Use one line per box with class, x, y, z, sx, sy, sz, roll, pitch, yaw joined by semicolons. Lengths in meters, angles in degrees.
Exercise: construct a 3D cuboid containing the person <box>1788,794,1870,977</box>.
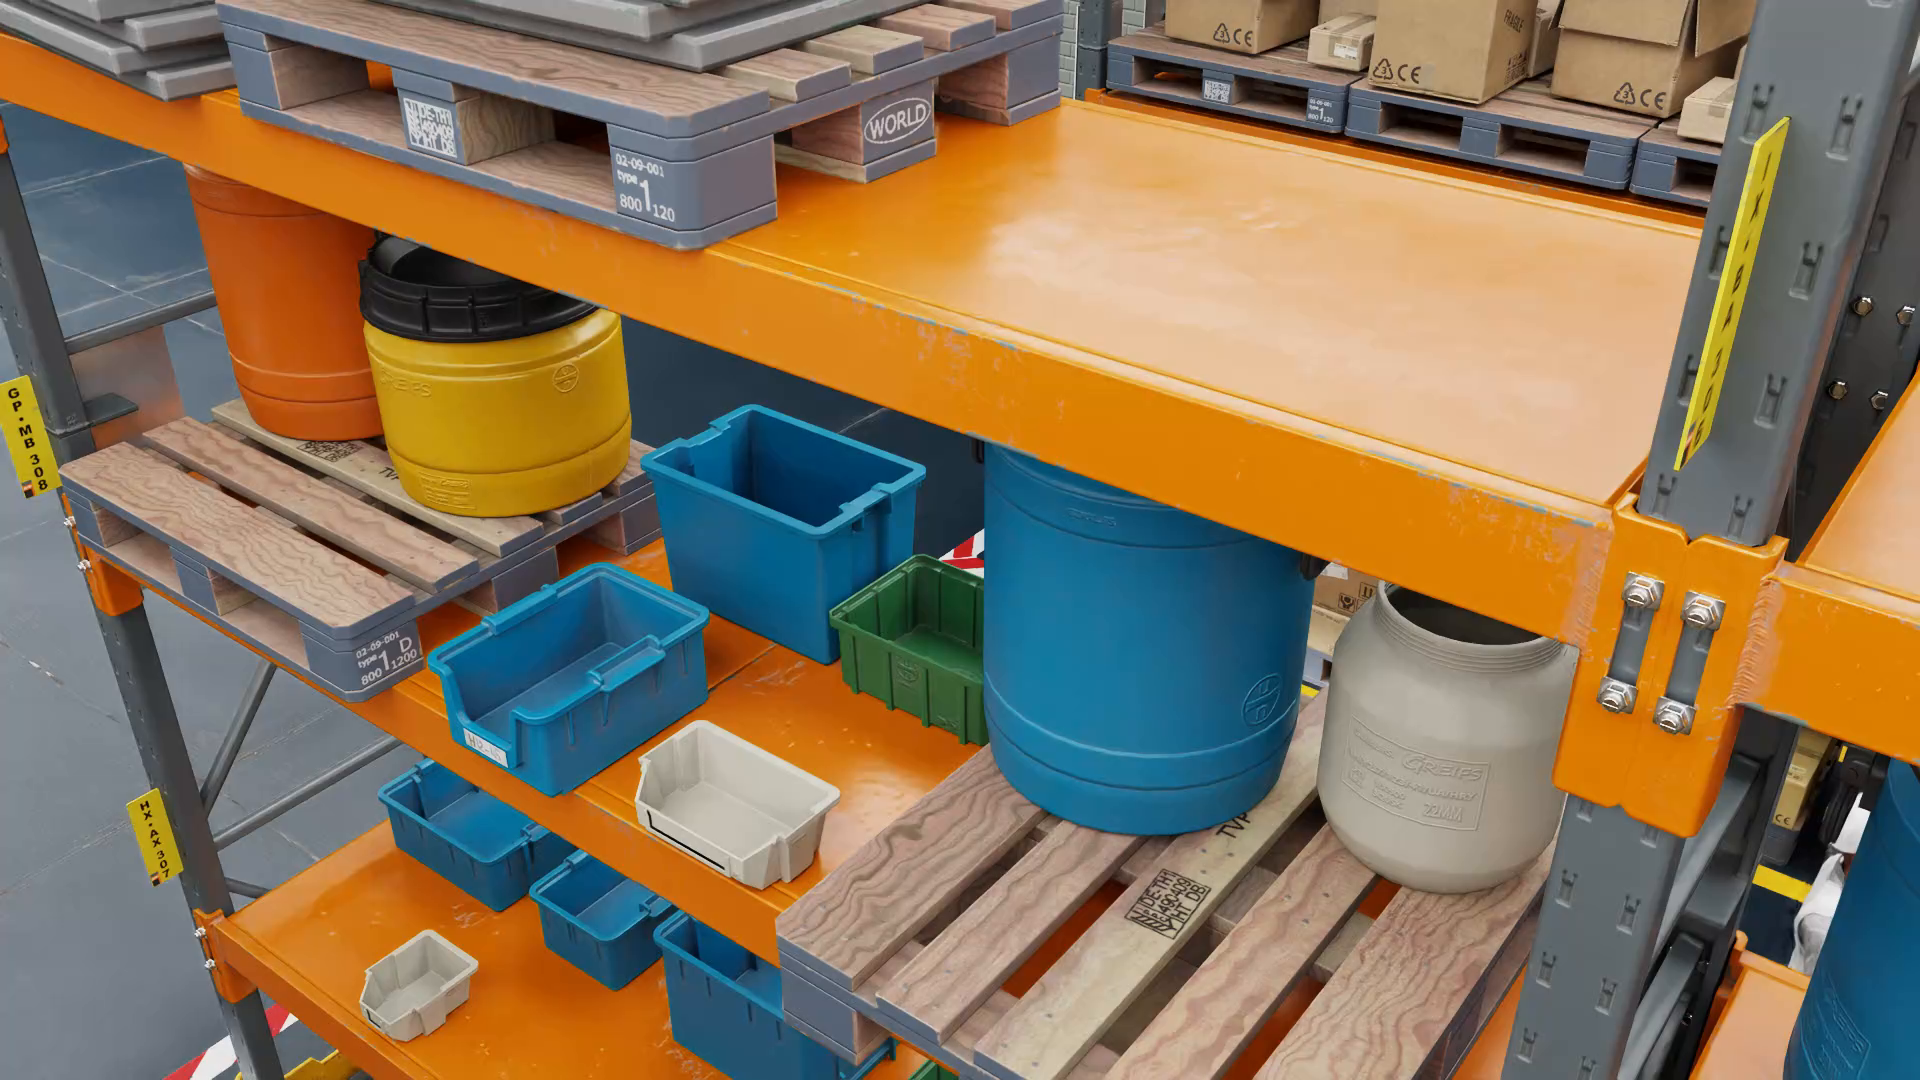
person;2.837;1.580;5.416;0.558;1.727;1.013;-27;40;-37
